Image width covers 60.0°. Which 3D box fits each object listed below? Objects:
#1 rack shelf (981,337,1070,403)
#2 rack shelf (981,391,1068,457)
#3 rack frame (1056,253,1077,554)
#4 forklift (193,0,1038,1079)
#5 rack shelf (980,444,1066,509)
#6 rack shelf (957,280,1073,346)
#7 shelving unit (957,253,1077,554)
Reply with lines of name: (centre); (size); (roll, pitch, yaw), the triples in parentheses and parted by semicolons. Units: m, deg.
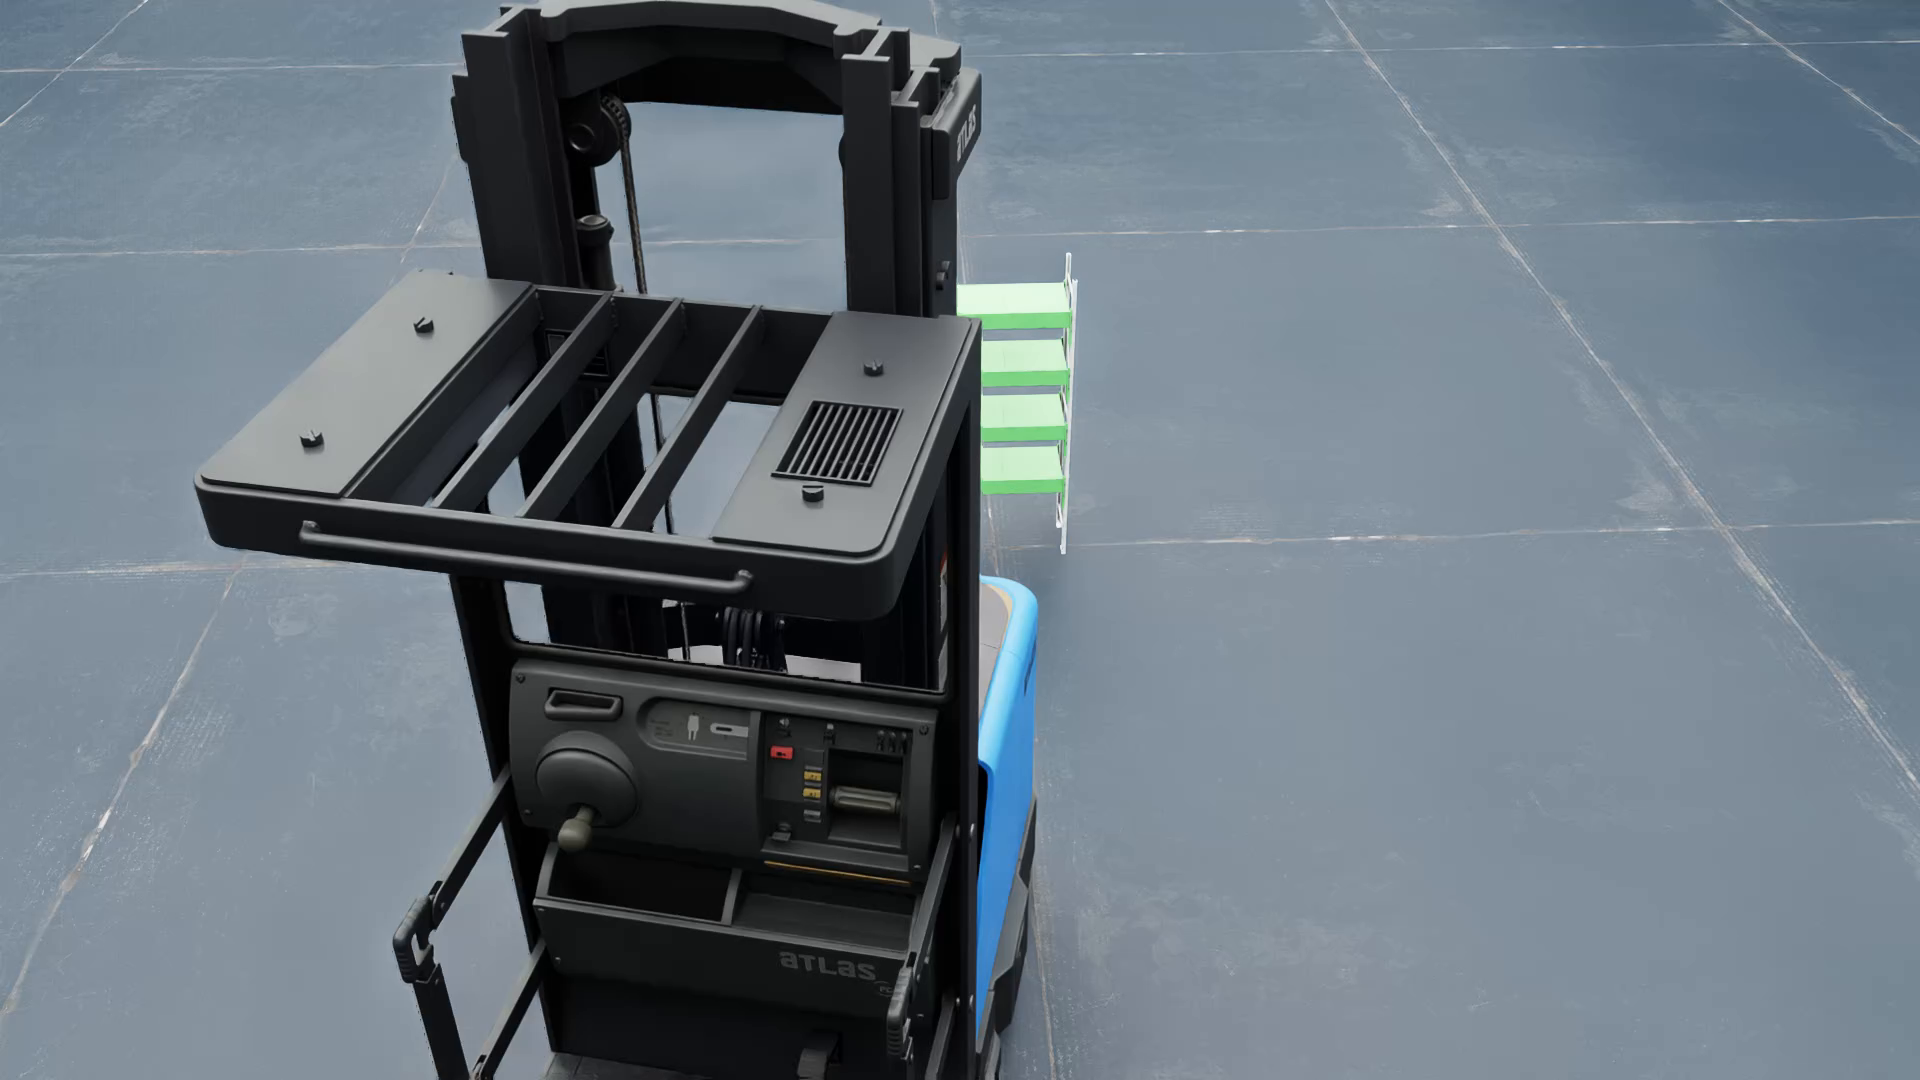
rack shelf: (0.165, -0.643, 6.315); (0.480, 0.148, 0.258); (-2, 35, -2)
rack shelf: (0.165, -0.445, 6.451); (0.480, 0.148, 0.258); (-2, 35, -2)
rack frame: (0.409, -0.504, 6.424); (0.015, 1.200, 0.240); (-2, 35, -2)
forklift: (-0.550, 0.563, 3.361); (1.130, 2.935, 3.031); (6, 35, 9)
rack shelf: (0.165, -0.248, 6.588); (0.480, 0.148, 0.258); (-2, 35, -2)
rack shelf: (0.165, -0.840, 6.178); (0.480, 0.148, 0.258); (-2, 35, -2)
shelving unit: (0.165, -0.498, 6.415); (0.503, 1.200, 0.258); (-2, 35, -2)
